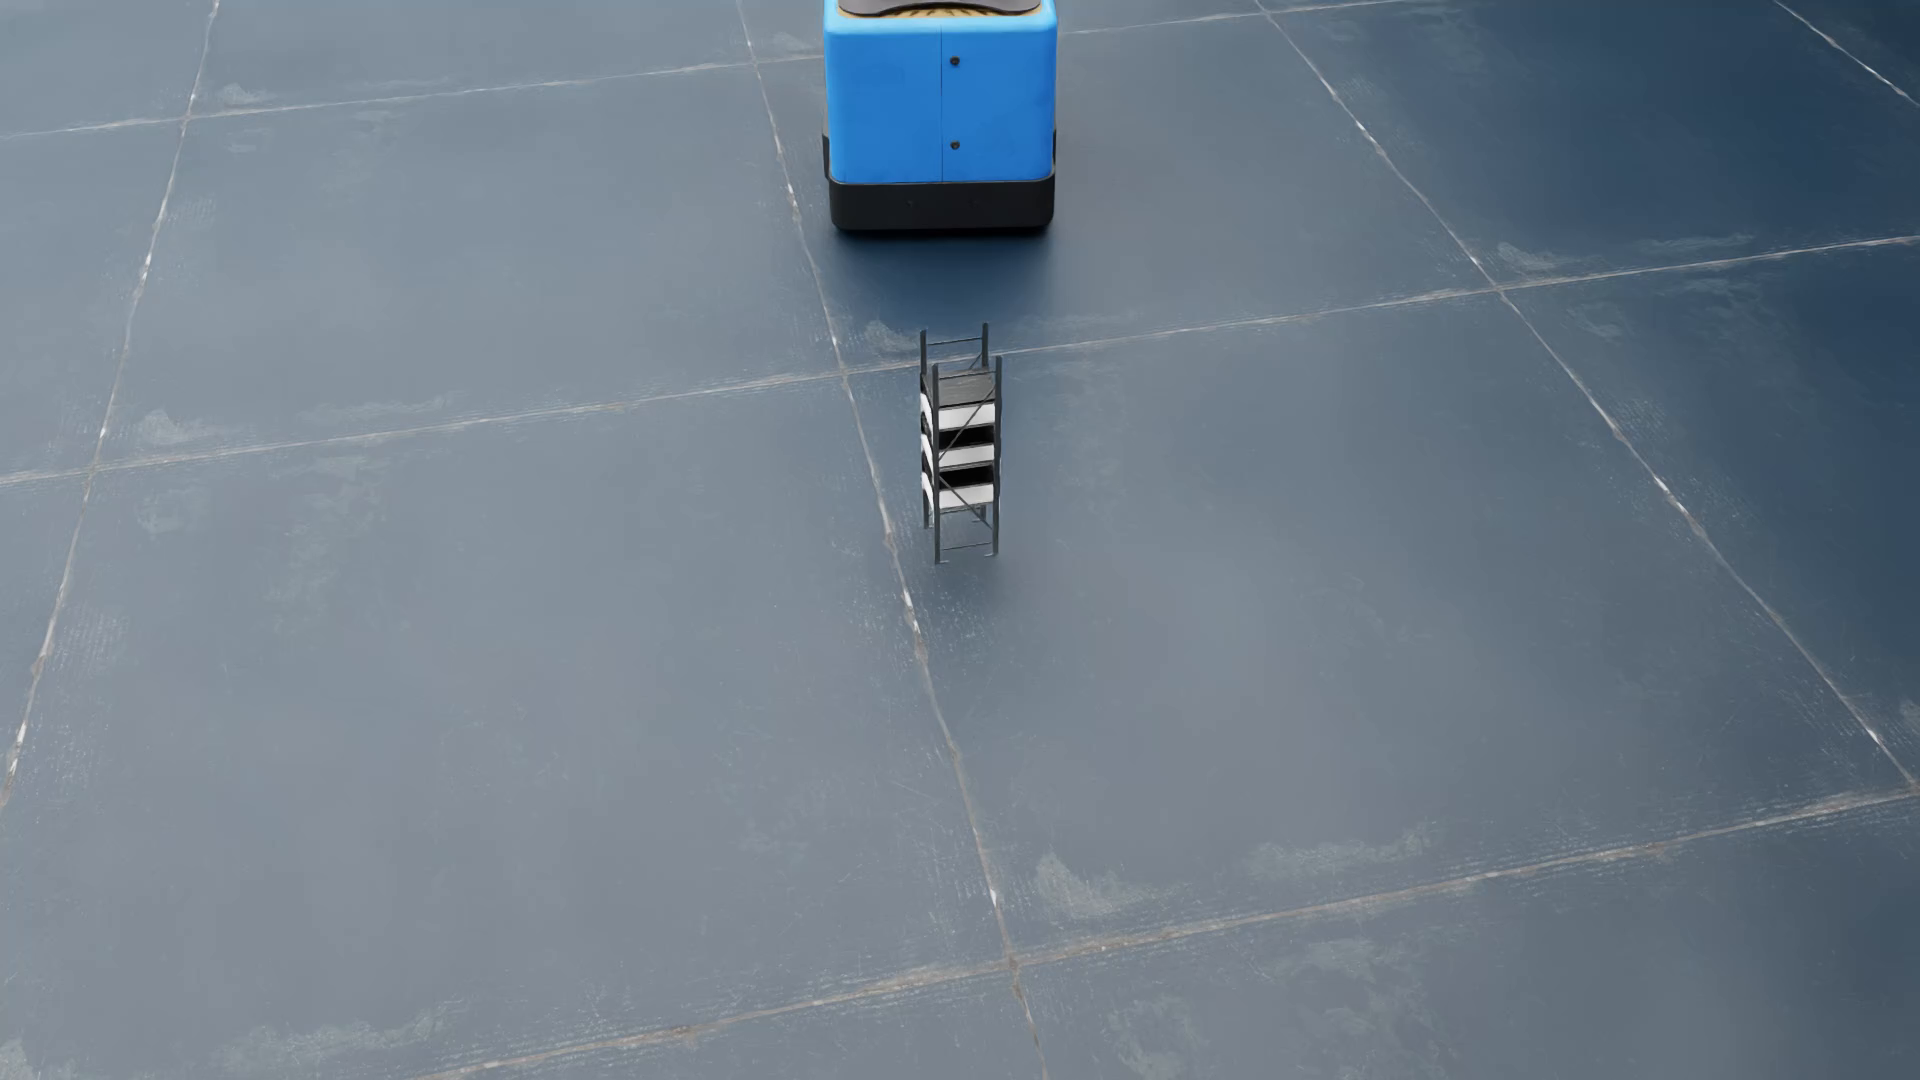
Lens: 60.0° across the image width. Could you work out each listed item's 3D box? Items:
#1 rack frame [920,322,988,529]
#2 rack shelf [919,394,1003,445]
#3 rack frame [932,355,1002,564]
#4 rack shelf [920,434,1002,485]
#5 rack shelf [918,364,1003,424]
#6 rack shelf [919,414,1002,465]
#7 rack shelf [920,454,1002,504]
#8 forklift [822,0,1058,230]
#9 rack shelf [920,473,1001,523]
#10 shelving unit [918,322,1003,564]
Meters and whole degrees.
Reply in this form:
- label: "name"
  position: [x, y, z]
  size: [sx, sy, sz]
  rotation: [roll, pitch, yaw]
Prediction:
- label: "rack frame"
  position: [-0.020, -0.397, 6.020]
  size: [0.240, 0.900, 0.006]
  rotation: [-8, 42, -9]
- label: "rack shelf"
  position: [0.002, -0.441, 5.848]
  size: [0.258, 0.077, 0.200]
  rotation: [-8, 42, -9]
- label: "rack frame"
  position: [0.024, -0.265, 5.871]
  size: [0.240, 0.900, 0.006]
  rotation: [-8, 42, -9]
- label: "rack shelf"
  position: [0.002, -0.306, 5.967]
  size: [0.258, 0.077, 0.200]
  rotation: [-8, 42, -9]
- label: "rack shelf"
  position: [0.002, -0.508, 5.788]
  size: [0.258, 0.077, 0.200]
  rotation: [-8, 42, -9]
- label: "rack shelf"
  position: [0.002, -0.374, 5.908]
  size: [0.258, 0.077, 0.200]
  rotation: [-8, 42, -9]
- label: "rack shelf"
  position: [0.002, -0.239, 6.027]
  size: [0.258, 0.077, 0.200]
  rotation: [-8, 42, -9]
- label: "forklift"
  position: [-0.137, -3.505, 7.990]
  size: [1.130, 2.935, 3.031]
  rotation: [-1, 42, -2]
- label: "rack shelf"
  position: [0.002, -0.172, 6.087]
  size: [0.258, 0.077, 0.200]
  rotation: [-8, 42, -9]
- label: "shelving unit"
  position: [0.002, -0.331, 5.945]
  size: [0.258, 0.900, 0.210]
  rotation: [-8, 42, -9]
